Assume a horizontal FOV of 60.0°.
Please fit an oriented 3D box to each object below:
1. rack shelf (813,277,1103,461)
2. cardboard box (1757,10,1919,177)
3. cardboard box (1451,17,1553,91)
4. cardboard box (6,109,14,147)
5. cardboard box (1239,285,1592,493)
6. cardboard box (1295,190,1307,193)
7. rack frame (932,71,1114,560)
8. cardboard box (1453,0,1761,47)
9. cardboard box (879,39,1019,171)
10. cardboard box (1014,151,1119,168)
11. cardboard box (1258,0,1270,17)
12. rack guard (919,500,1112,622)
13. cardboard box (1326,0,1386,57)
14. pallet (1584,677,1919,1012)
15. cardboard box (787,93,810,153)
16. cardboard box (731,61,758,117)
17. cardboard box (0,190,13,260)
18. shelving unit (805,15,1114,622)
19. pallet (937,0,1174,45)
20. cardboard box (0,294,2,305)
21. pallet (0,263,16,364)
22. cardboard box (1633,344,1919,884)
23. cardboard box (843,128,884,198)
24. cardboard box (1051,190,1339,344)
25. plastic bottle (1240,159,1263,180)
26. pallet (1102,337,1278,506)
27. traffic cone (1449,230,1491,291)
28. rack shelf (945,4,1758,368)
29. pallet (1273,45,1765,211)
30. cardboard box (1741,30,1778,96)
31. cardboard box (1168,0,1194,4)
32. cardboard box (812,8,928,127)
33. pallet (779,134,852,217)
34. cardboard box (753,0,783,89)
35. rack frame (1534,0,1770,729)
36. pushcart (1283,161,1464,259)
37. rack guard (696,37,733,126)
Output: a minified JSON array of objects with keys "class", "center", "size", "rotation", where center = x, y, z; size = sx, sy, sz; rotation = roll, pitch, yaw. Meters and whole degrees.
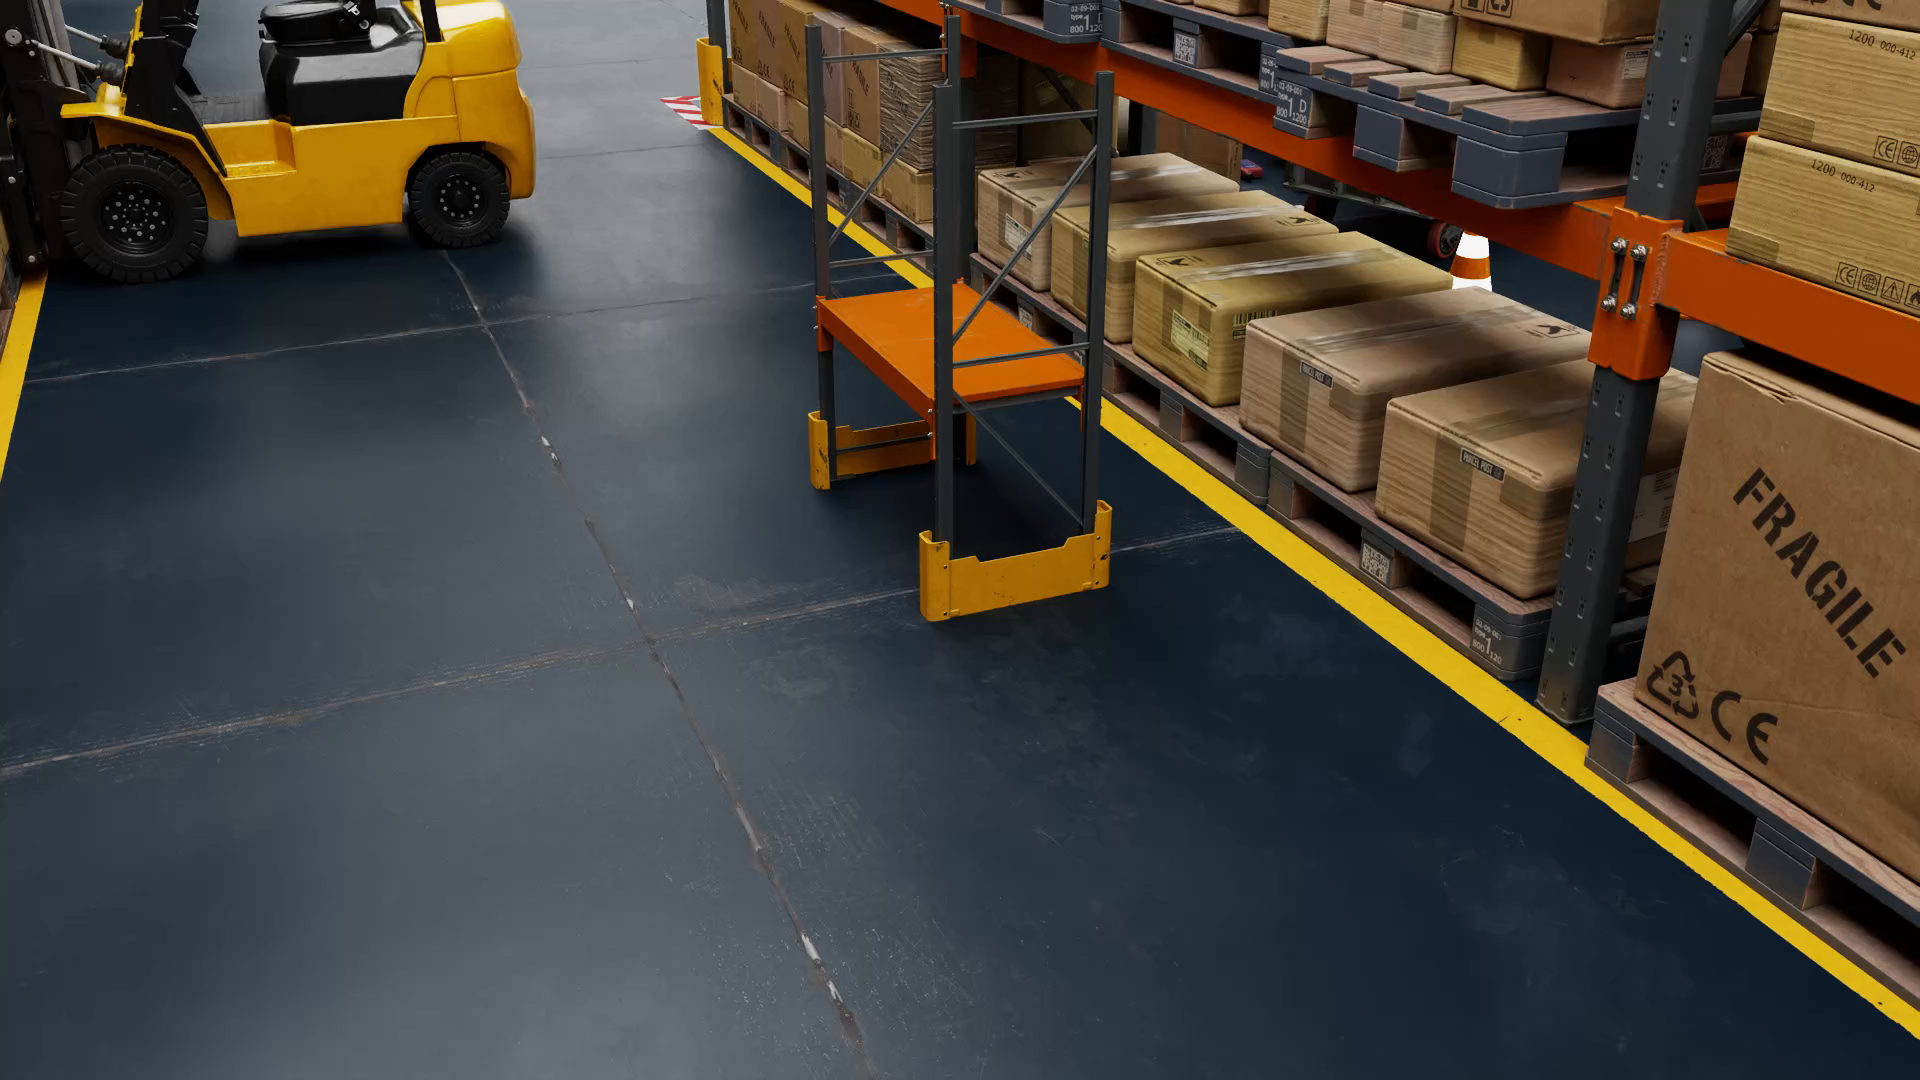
[{"class":"rack shelf","center":[-0.033,-0.547,5.070],"size":[0.538,0.185,1.000],"rotation":[-11,28,-21]},{"class":"cardboard box","center":[1.960,-0.885,3.245],"size":[0.500,0.250,0.500],"rotation":[-11,28,-21]},{"class":"cardboard box","center":[1.473,-1.238,4.175],"size":[0.380,0.149,0.250],"rotation":[-10,28,-20]},{"class":"cardboard box","center":[-4.823,-1.976,7.963],"size":[0.500,0.250,0.500],"rotation":[-11,28,-22]},{"class":"cardboard box","center":[1.481,-0.509,5.390],"size":[0.950,0.372,0.625],"rotation":[-11,28,-22]},{"class":"cardboard box","center":[2.078,-2.059,9.163],"size":[0.396,0.266,0.258],"rotation":[13,29,24]},{"class":"rack frame","center":[0.166,-0.503,4.571],"size":[0.500,1.500,0.032],"rotation":[-11,28,-21]},{"class":"cardboard box","center":[1.555,-1.478,3.926],"size":[0.500,0.500,0.500],"rotation":[-11,28,-22]},{"class":"cardboard box","center":[-0.056,-2.072,7.876],"size":[0.500,0.500,0.500],"rotation":[-11,28,-21]},{"class":"cardboard box","center":[0.440,-1.827,8.229],"size":[0.500,0.250,0.500],"rotation":[-12,28,-23]},{"class":"cardboard box","center":[1.138,-1.667,5.053],"size":[0.380,0.149,0.250],"rotation":[-10,28,-20]},{"class":"rack guard","center":[0.165,0.058,4.846],"size":[0.587,0.250,0.087],"rotation":[-11,28,-21]},{"class":"cardboard box","center":[1.242,-1.435,4.578],"size":[0.380,0.149,0.250],"rotation":[-12,28,-23]},{"class":"pallet","center":[2.229,0.610,3.761],"size":[1.003,0.211,1.213],"rotation":[-11,28,-21]},{"class":"cardboard box","center":[-0.664,-2.359,9.317],"size":[0.500,0.250,0.500],"rotation":[-9,27,-17]},{"class":"cardboard box","center":[-1.082,-2.784,10.189],"size":[0.500,0.250,0.500],"rotation":[-11,28,-21]},{"class":"cardboard box","center":[-4.457,-1.347,7.246],"size":[0.500,0.250,0.500],"rotation":[-10,28,-20]},{"class":"shelving unit","center":[-0.030,-0.705,4.984],"size":[0.587,1.500,1.083],"rotation":[-11,28,-21]},{"class":"pallet","center":[0.588,-2.170,6.494],"size":[1.003,0.211,1.213],"rotation":[-11,28,-21]},{"class":"cardboard box","center":[-4.028,-0.940,6.412],"size":[0.500,0.250,0.500],"rotation":[-10,28,-20]},{"class":"pallet","center":[-4.416,-0.810,6.669],"size":[1.003,0.211,1.213],"rotation":[-11,28,-21]},{"class":"cardboard box","center":[2.183,0.085,3.601],"size":[0.875,0.875,0.875],"rotation":[-11,28,-21]},{"class":"cardboard box","center":[-0.274,-1.948,8.477],"size":[0.500,0.250,0.500],"rotation":[-11,28,-22]},{"class":"cardboard box","center":[0.915,-1.096,6.593],"size":[0.950,0.372,0.625],"rotation":[-9,27,-17]},{"class":"plastic bottle","center":[1.643,-2.112,9.506],"size":[0.133,0.061,0.283],"rotation":[-6,27,-12]},{"class":"pallet","center":[1.211,-0.529,6.093],"size":[1.003,0.211,1.213],"rotation":[-11,28,-21]},{"class":"traffic cone","center":[2.196,-1.189,7.159],"size":[0.336,0.463,0.334],"rotation":[-11,28,-21]},{"class":"rack shelf","center":[1.206,-1.459,5.639],"size":[1.077,0.370,4.000],"rotation":[-11,28,-21]},{"class":"pallet","center":[1.612,-1.158,4.421],"size":[1.213,0.211,1.003],"rotation":[-11,28,-21]},{"class":"cardboard box","center":[2.033,-1.214,4.125],"size":[0.380,0.149,0.250],"rotation":[-12,29,-24]},{"class":"cardboard box","center":[0.833,-1.857,5.442],"size":[0.380,0.149,0.250],"rotation":[-9,28,-19]},{"class":"cardboard box","center":[-0.458,-2.483,8.717],"size":[0.500,0.500,0.500],"rotation":[-9,27,-18]},{"class":"pallet","center":[-0.354,-2.095,9.300],"size":[1.003,0.211,1.213],"rotation":[-11,28,-21]},{"class":"cardboard box","center":[-0.864,-2.901,9.574],"size":[0.500,0.500,0.500],"rotation":[-12,28,-23]},{"class":"rack frame","center":[1.989,-0.975,3.827],"size":[1.000,3.000,0.127],"rotation":[-11,28,-21]},{"class":"pushcart","center":[2.501,-1.823,8.554],"size":[1.648,0.377,0.936],"rotation":[-22,34,-38]},{"class":"rack guard","center":[-1.114,-3.050,10.928],"size":[1.175,0.500,0.348],"rotation":[-11,28,-21]}]
